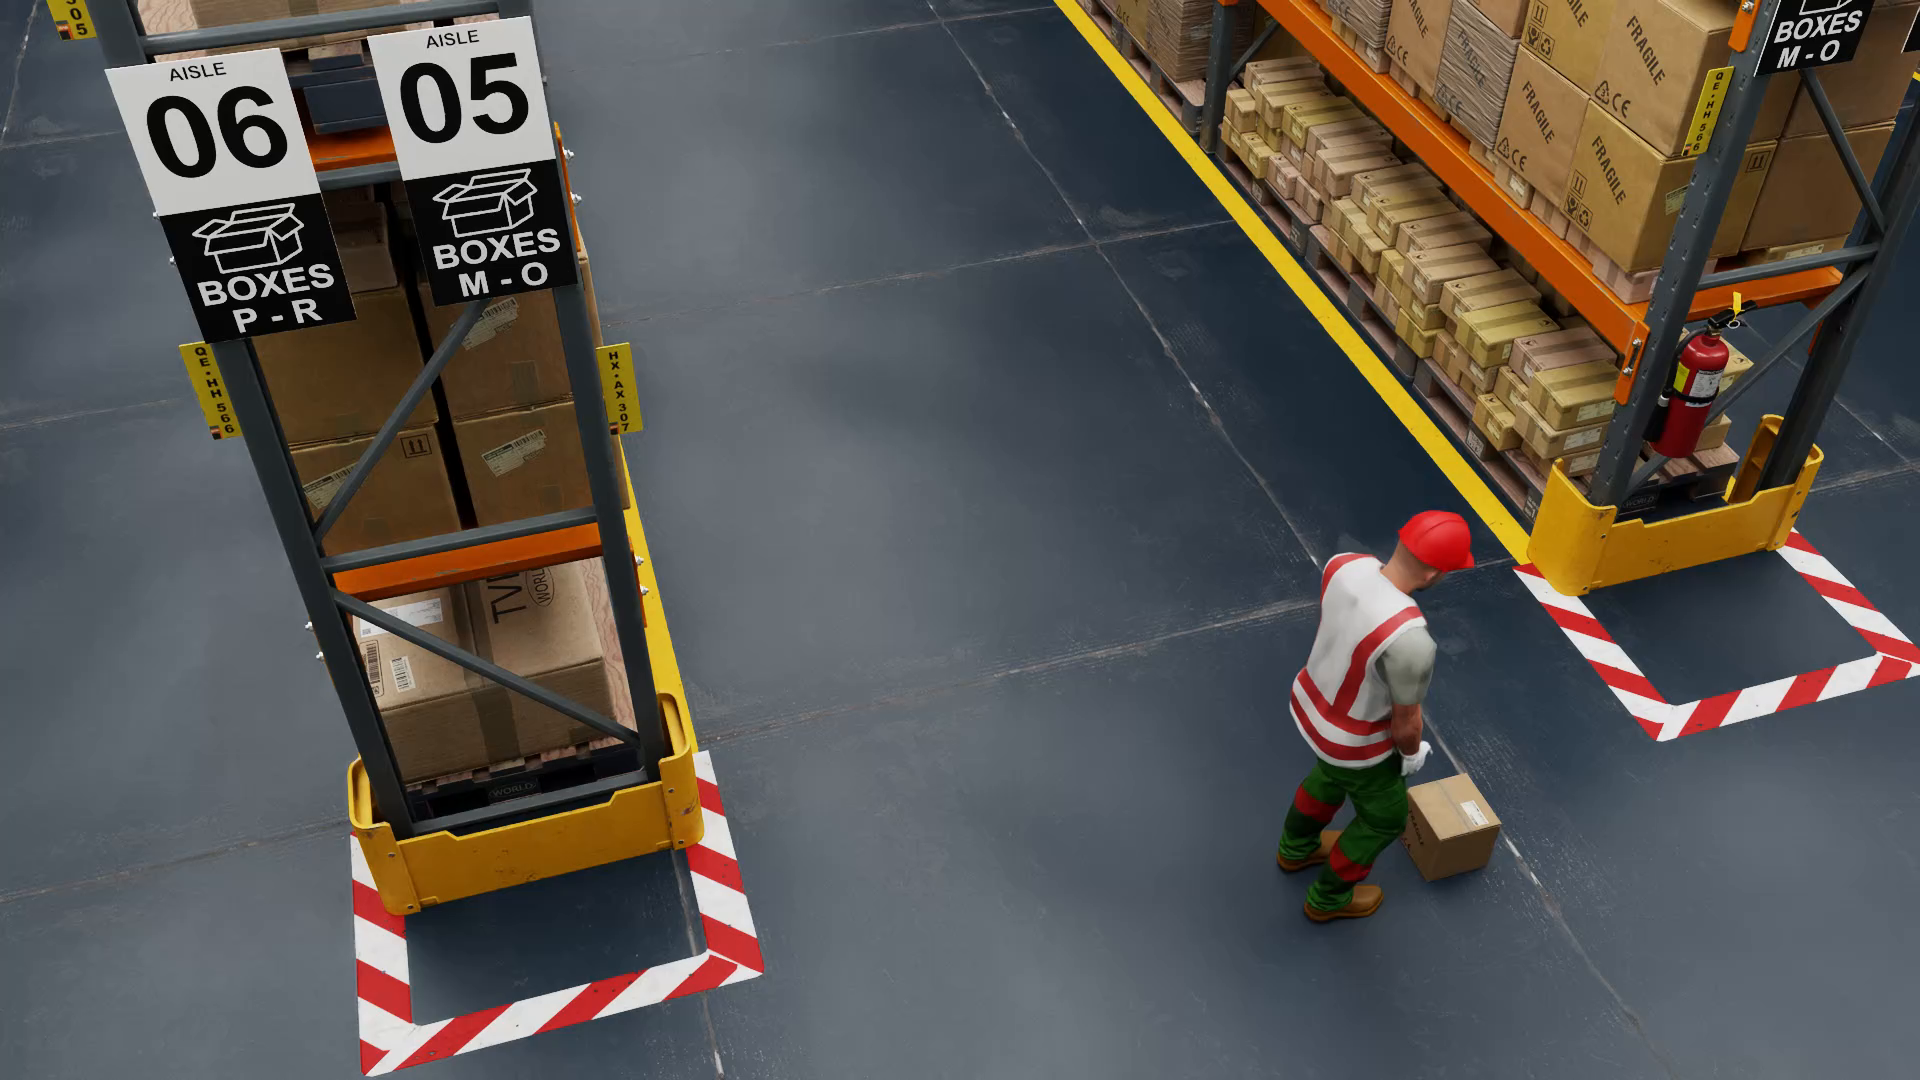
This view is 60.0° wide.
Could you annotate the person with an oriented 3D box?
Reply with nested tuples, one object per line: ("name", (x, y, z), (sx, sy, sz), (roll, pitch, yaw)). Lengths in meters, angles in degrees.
("person", (1.349, 0.584, 5.549), (0.496, 1.712, 0.551), (-11, 43, -12))
